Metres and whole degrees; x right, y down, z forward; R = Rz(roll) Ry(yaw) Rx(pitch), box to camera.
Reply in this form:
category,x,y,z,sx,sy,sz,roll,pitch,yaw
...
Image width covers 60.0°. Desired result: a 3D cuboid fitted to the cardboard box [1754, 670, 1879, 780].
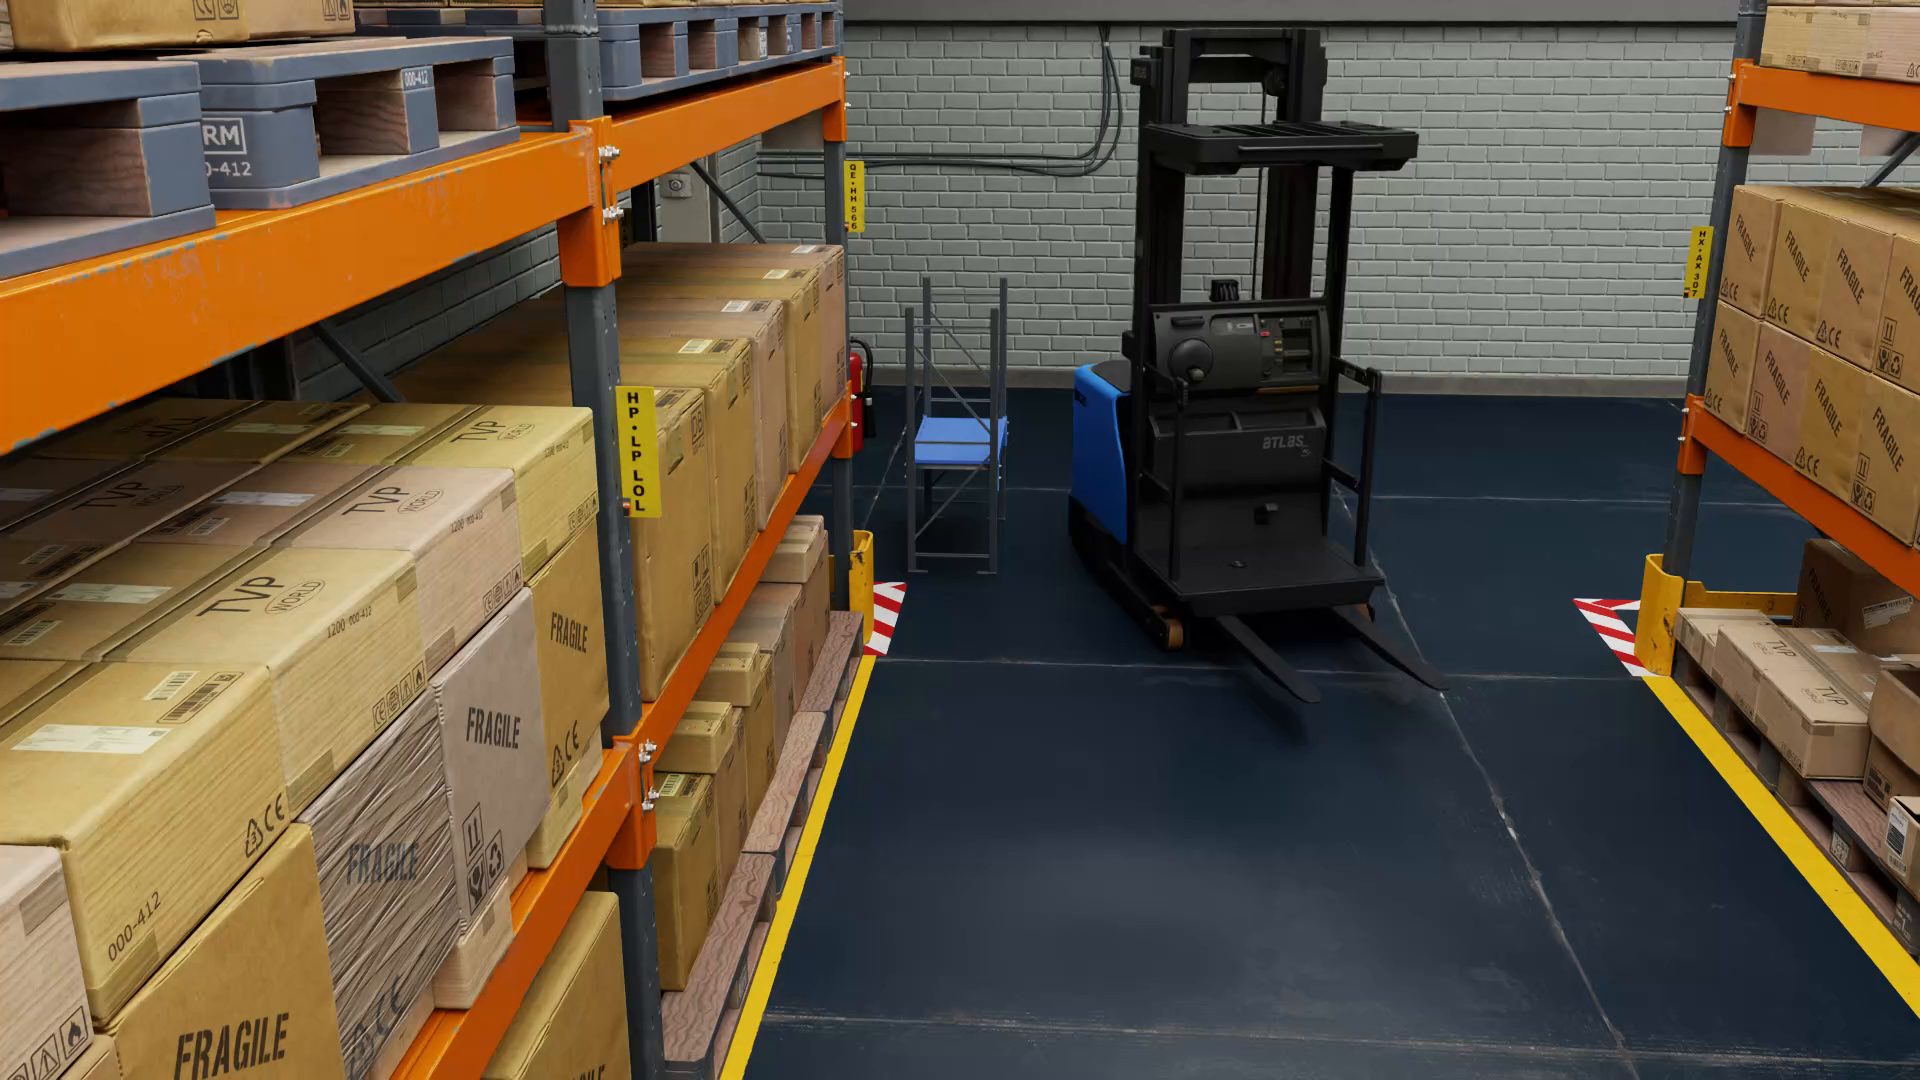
category,x,y,z,sx,sy,sz,roll,pitch,yaw
cardboard box,3.513,0.730,6.586,0.500,0.250,0.500,1,18,4

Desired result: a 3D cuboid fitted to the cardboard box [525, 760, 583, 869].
category,x,y,z,sx,sy,sz,roll,pitch,yaw
cardboard box,-1.058,0.593,3.668,0.380,0.149,0.250,2,18,5

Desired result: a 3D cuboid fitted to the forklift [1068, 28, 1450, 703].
category,x,y,z,sx,sy,sz,roll,pitch,yaw
forklift,1.470,-0.971,8.180,1.130,2.935,3.031,-4,19,-12

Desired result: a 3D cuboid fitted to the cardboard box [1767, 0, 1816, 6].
category,x,y,z,sx,sy,sz,roll,pitch,yaw
cardboard box,3.610,-2.278,6.680,0.500,0.250,0.500,1,18,4

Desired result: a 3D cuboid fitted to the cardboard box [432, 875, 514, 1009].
category,x,y,z,sx,sy,sz,roll,pitch,yaw
cardboard box,-1.082,0.755,3.172,0.380,0.149,0.250,1,18,4

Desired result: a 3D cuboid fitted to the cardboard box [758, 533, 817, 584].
category,x,y,z,sx,sy,sz,roll,pitch,yaw
cardboard box,-0.830,0.073,7.180,0.380,0.149,0.250,2,18,5

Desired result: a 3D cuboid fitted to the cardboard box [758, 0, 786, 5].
category,x,y,z,sx,sy,sz,roll,pitch,yaw
cardboard box,-0.891,-1.994,5.780,0.500,0.250,0.500,1,18,2

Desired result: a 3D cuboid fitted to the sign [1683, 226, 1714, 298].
category,x,y,z,sx,sy,sz,roll,pitch,yaw
sign,3.365,-1.264,7.572,0.100,0.325,0.005,1,18,4

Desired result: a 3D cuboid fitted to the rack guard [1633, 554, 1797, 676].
category,x,y,z,sx,sy,sz,roll,pitch,yaw
rack guard,3.901,0.371,7.988,1.175,0.500,0.348,1,18,4

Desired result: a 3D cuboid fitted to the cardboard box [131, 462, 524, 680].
category,x,y,z,sx,sy,sz,roll,pitch,yaw
cardboard box,-1.146,0.047,3.087,0.500,0.250,0.500,2,18,5

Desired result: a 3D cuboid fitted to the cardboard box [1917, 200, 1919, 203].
category,x,y,z,sx,sy,sz,roll,pitch,yaw
cardboard box,4.113,-1.062,6.580,0.500,0.500,0.500,2,18,5

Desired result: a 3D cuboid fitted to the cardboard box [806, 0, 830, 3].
category,x,y,z,sx,sy,sz,roll,pitch,yaw
cardboard box,-0.822,-2.318,6.767,0.500,0.250,0.500,2,18,6

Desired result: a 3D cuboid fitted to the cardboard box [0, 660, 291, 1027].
category,x,y,z,sx,sy,sz,roll,pitch,yaw
cardboard box,-1.218,0.364,2.121,0.500,0.250,0.500,1,18,3

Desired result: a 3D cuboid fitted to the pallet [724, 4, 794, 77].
category,x,y,z,sx,sy,sz,roll,pitch,yaw
pallet,-1.162,-1.722,5.688,1.003,0.211,1.213,1,18,4

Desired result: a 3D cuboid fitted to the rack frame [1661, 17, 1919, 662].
category,x,y,z,sx,sy,sz,roll,pitch,yaw
rack frame,3.906,-0.840,7.670,1.000,3.000,0.127,1,18,4

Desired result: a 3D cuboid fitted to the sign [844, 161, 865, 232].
category,x,y,z,sx,sy,sz,roll,pitch,yaw
sign,-0.494,-1.596,7.737,0.100,0.325,0.005,1,18,4

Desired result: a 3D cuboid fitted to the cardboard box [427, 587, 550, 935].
category,x,y,z,sx,sy,sz,roll,pitch,yaw
cardboard box,-1.130,0.402,3.209,0.500,0.500,0.500,1,18,4

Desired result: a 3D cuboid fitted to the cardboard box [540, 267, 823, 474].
category,x,y,z,sx,sy,sz,roll,pitch,yaw
cardboard box,-1.102,-0.707,6.783,0.980,0.700,0.700,1,18,3

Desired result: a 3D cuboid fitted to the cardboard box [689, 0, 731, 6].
category,x,y,z,sx,sy,sz,roll,pitch,yaw
cardboard box,-0.958,-1.675,4.807,0.500,0.250,0.500,1,18,3

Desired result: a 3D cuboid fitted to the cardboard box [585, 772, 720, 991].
category,x,y,z,sx,sy,sz,roll,pitch,yaw
cardboard box,-1.166,1.051,5.239,0.700,0.500,0.500,2,18,5

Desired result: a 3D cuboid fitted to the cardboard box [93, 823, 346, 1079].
category,x,y,z,sx,sy,sz,roll,pitch,yaw
cardboard box,-1.205,0.713,2.260,0.500,0.500,0.500,2,18,5

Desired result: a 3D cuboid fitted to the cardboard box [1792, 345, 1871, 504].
category,x,y,z,sx,sy,sz,roll,pitch,yaw
cardboard box,3.541,-0.440,6.287,0.500,0.500,0.500,1,18,4

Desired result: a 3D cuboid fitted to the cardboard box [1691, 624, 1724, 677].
category,x,y,z,sx,sy,sz,roll,pitch,yaw
cardboard box,3.516,0.497,7.433,0.380,0.166,0.250,1,18,4

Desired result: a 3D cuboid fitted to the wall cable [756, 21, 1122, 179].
category,x,y,z,sx,sy,sz,roll,pitch,yaw
wall cable,-0.273,-4.074,12.890,3.097,2.526,0.112,1,18,4

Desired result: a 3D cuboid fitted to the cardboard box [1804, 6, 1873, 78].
category,x,y,z,sx,sy,sz,roll,pitch,yaw
cardboard box,3.567,-1.886,6.284,0.500,0.250,0.500,1,18,4

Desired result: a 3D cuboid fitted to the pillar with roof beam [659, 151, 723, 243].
category,x,y,z,sx,sy,sz,roll,pitch,yaw
pillar with roof beam,2.590,-4.562,9.395,9.100,9.000,0.400,1,18,4

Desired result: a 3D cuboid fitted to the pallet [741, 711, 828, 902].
category,x,y,z,sx,sy,sz,roll,pitch,yaw
pallet,-1.104,1.003,6.522,1.003,0.211,1.213,1,18,4

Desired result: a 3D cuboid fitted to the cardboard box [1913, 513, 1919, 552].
category,x,y,z,sx,sy,sz,roll,pitch,yaw
cardboard box,3.470,-0.126,5.331,0.500,0.500,0.500,2,18,5

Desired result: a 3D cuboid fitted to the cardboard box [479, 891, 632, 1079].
category,x,y,z,sx,sy,sz,roll,pitch,yaw
cardboard box,-1.238,1.319,3.857,0.750,0.750,0.750,1,18,5

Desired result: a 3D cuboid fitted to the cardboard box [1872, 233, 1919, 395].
category,x,y,z,sx,sy,sz,roll,pitch,yaw
cardboard box,3.505,-0.755,5.645,0.500,0.500,0.500,1,18,3

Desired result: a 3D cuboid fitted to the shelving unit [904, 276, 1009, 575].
category,x,y,z,sx,sy,sz,roll,pitch,yaw
shelving unit,-0.006,-0.686,9.609,0.538,1.500,1.048,1,18,4

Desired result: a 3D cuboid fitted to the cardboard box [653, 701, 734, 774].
category,x,y,z,sx,sy,sz,roll,pitch,yaw
cardboard box,-0.959,0.640,5.450,0.380,0.149,0.250,2,18,6

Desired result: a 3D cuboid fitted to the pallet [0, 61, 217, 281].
category,x,y,z,sx,sy,sz,roll,pitch,yaw
pallet,-1.538,-0.349,1.658,1.003,0.211,1.213,2,18,6

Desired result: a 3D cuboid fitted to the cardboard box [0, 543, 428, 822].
category,x,y,z,sx,sy,sz,roll,pitch,yaw
cardboard box,-1.183,0.206,2.604,0.500,0.250,0.500,2,18,5

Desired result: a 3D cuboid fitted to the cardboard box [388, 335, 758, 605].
category,x,y,z,sx,sy,sz,roll,pitch,yaw
cardboard box,-1.208,-0.245,5.371,0.980,0.700,0.700,1,18,3

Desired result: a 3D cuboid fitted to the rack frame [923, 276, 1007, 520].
category,x,y,z,sx,sy,sz,roll,pitch,yaw
rack frame,0.030,-0.844,10.090,0.500,1.500,0.032,1,18,4

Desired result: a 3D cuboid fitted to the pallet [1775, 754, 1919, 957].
category,x,y,z,sx,sy,sz,roll,pitch,yaw
pallet,3.755,1.134,6.124,1.003,0.211,1.213,1,18,4

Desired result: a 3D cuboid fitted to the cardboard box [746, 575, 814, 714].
category,x,y,z,sx,sy,sz,roll,pitch,yaw
cardboard box,-1.021,0.414,7.184,0.700,0.500,0.500,1,18,4

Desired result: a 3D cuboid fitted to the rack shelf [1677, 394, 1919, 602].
category,x,y,z,sx,sy,sz,roll,pitch,yaw
rack shelf,3.763,0.123,5.887,1.077,0.370,4.000,1,18,4

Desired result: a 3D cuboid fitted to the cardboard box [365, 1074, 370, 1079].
category,x,y,z,sx,sy,sz,roll,pitch,yaw
cardboard box,-1.198,0.907,2.708,0.380,0.149,0.250,1,18,2

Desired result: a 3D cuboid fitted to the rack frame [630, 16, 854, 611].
category,x,y,z,sx,sy,sz,roll,pitch,yaw
rack frame,-1.035,-0.950,8.004,1.000,3.000,0.127,1,18,4

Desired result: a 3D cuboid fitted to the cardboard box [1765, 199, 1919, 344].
category,x,y,z,sx,sy,sz,roll,pitch,yaw
cardboard box,3.582,-1.069,6.600,0.500,0.500,0.500,1,18,4

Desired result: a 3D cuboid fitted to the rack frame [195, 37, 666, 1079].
category,x,y,z,sx,sy,sz,roll,pitch,yaw
rack frame,-1.321,0.293,4.213,1.000,3.000,0.127,1,18,4

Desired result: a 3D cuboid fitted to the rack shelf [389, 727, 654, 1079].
category,x,y,z,sx,sy,sz,roll,pitch,yaw
rack shelf,-1.465,1.256,2.429,1.077,0.370,4.000,1,18,4

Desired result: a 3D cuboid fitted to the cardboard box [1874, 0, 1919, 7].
category,x,y,z,sx,sy,sz,roll,pitch,yaw
cardboard box,3.538,-1.968,5.732,0.500,0.250,0.500,1,18,4

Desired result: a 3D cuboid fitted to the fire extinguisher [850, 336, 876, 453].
category,x,y,z,sx,sy,sz,roll,pitch,yaw
fire extinguisher,-0.564,-0.772,8.186,0.296,0.674,0.183,1,18,4

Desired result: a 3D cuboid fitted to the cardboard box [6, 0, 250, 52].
category,x,y,z,sx,sy,sz,roll,pitch,yaw
cardboard box,-1.469,-0.944,2.303,0.700,0.500,0.500,1,18,3

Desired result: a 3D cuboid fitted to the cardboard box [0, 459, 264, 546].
category,x,y,z,sx,sy,sz,roll,pitch,yaw
cardboard box,-1.645,0.037,3.117,0.500,0.250,0.500,1,18,5

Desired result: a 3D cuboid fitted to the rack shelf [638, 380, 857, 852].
category,x,y,z,sx,sy,sz,roll,pitch,yaw
rack shelf,-1.178,0.013,6.221,1.077,0.370,4.000,1,18,4

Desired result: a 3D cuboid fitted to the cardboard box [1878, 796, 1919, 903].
category,x,y,z,sx,sy,sz,roll,pitch,yaw
cardboard box,3.431,1.054,5.499,0.500,0.311,0.500,1,18,4

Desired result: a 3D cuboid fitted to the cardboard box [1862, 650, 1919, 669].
category,x,y,z,sx,sy,sz,roll,pitch,yaw
cardboard box,3.994,0.595,7.133,0.380,0.166,0.250,1,18,4

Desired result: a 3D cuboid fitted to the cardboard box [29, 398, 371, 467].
category,x,y,z,sx,sy,sz,roll,pitch,yaw
cardboard box,-1.614,-0.125,3.613,0.500,0.250,0.500,2,18,6

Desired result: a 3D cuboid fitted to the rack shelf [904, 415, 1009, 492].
category,x,y,z,sx,sy,sz,roll,pitch,yaw
rack shelf,-0.006,-0.515,9.665,0.538,0.185,1.000,1,18,4

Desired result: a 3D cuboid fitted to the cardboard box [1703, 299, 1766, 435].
category,x,y,z,sx,sy,sz,roll,pitch,yaw
cardboard box,3.612,-0.756,7.252,0.500,0.500,0.500,2,18,5

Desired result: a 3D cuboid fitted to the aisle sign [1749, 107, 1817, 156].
category,x,y,z,sx,sy,sz,roll,pitch,yaw
aisle sign,3.618,-2.103,7.350,0.394,0.787,0.004,1,18,4

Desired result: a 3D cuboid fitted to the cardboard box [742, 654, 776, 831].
category,x,y,z,sx,sy,sz,roll,pitch,yaw
cardboard box,-1.087,0.736,6.201,0.700,0.500,0.500,2,18,5

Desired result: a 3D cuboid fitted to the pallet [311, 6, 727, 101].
category,x,y,z,sx,sy,sz,roll,pitch,yaw
pallet,-1.252,-1.345,4.534,1.003,0.211,1.213,1,18,4
